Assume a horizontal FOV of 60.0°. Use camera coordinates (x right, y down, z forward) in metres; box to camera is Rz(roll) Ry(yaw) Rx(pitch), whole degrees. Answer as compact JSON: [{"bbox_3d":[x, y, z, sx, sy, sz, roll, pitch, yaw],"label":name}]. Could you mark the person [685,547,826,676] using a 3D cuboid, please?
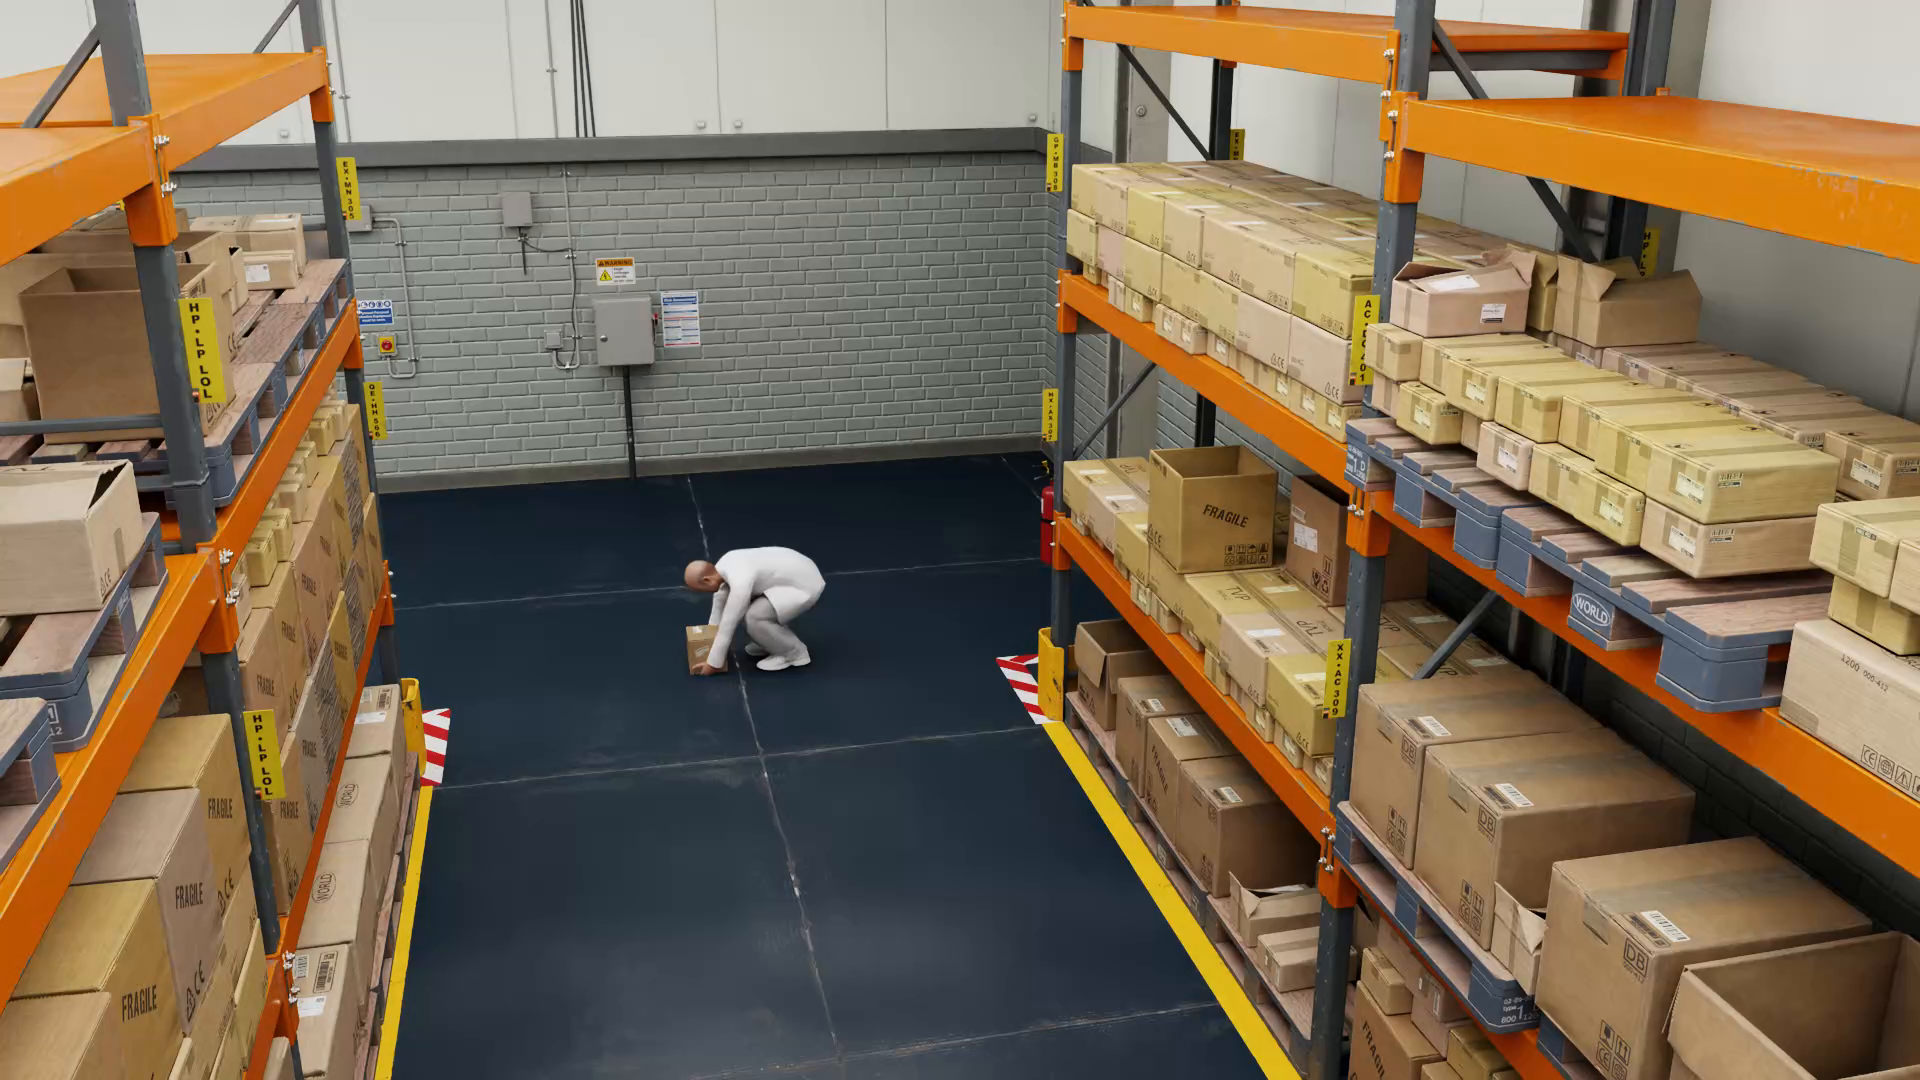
[{"bbox_3d":[-1.379,0.466,11.275,0.943,0.816,0.575,-5,20,-14],"label":"person"}]
